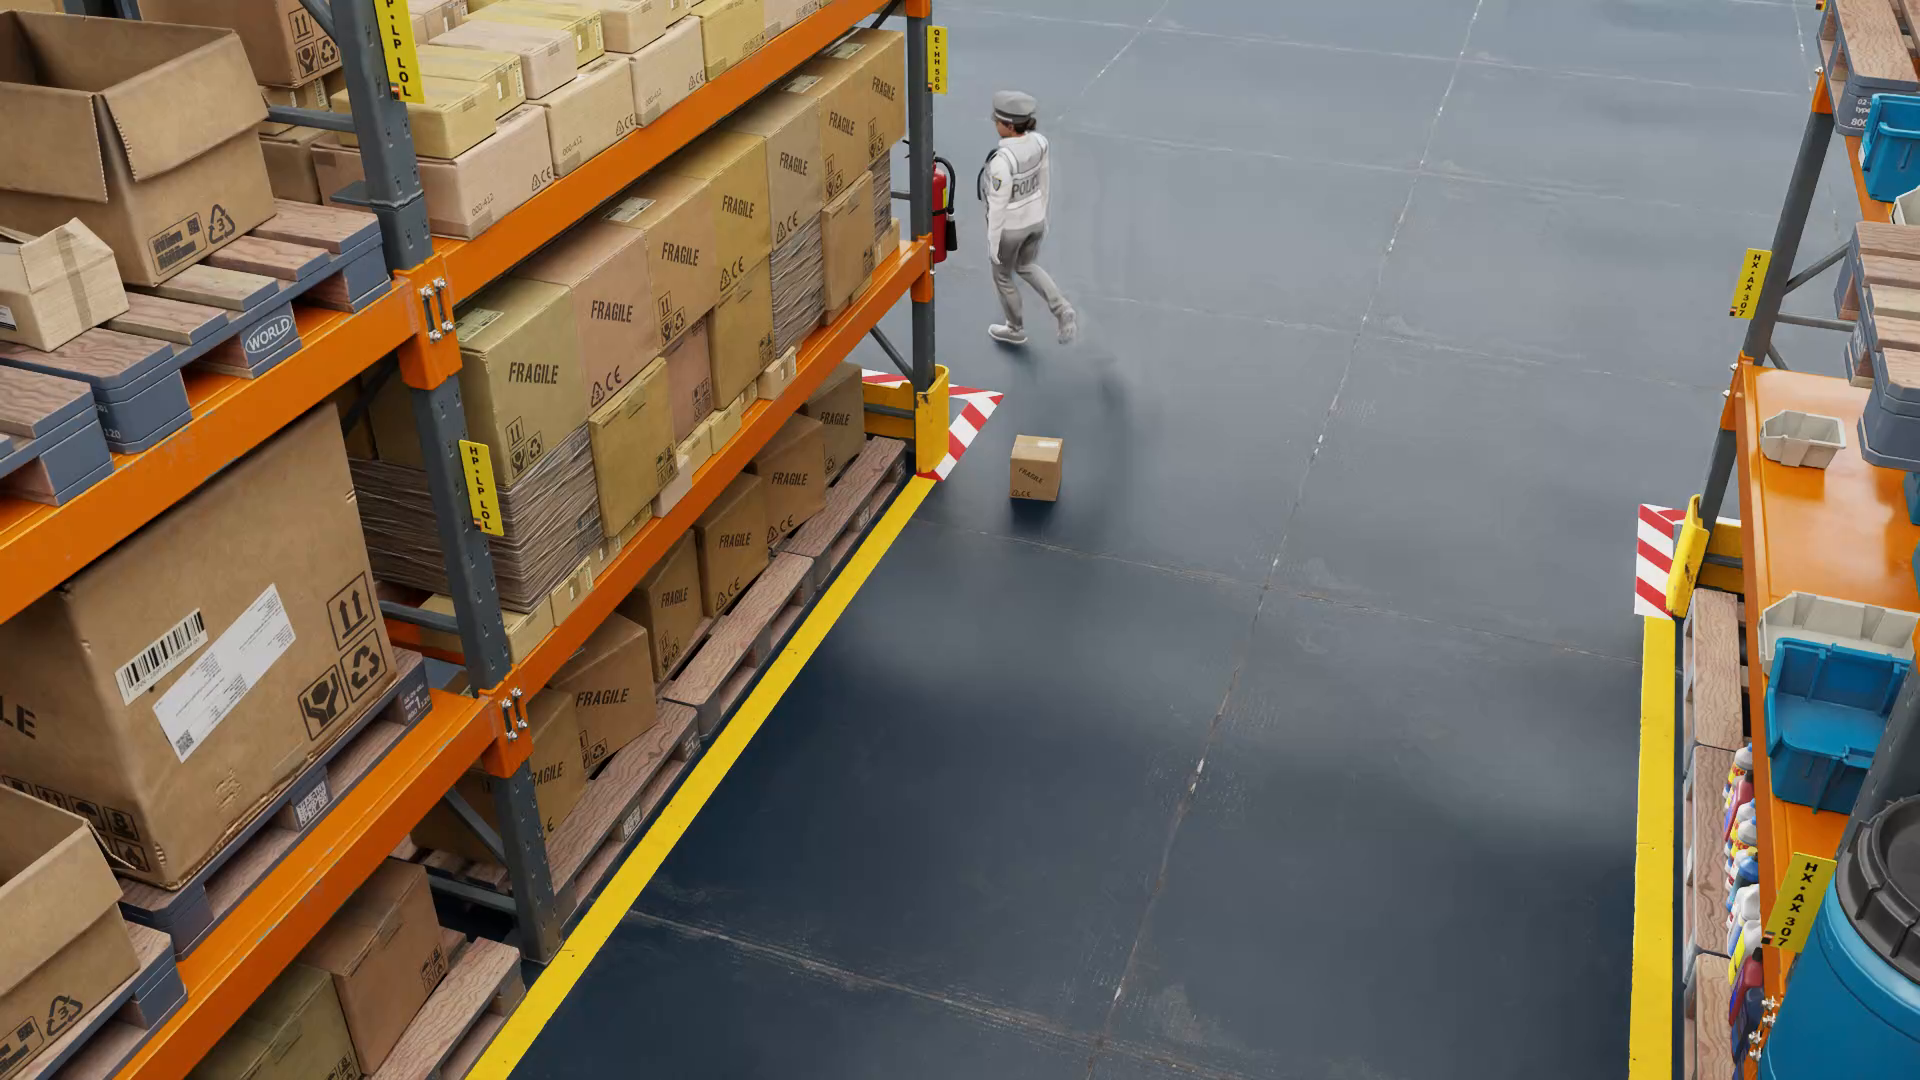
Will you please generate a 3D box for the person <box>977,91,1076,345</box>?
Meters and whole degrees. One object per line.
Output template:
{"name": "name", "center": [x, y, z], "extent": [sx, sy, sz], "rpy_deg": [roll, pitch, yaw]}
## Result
{"name": "person", "center": [0.370, -1.870, 9.934], "extent": [0.613, 1.637, 0.528], "rpy_deg": [29, 43, 36]}
